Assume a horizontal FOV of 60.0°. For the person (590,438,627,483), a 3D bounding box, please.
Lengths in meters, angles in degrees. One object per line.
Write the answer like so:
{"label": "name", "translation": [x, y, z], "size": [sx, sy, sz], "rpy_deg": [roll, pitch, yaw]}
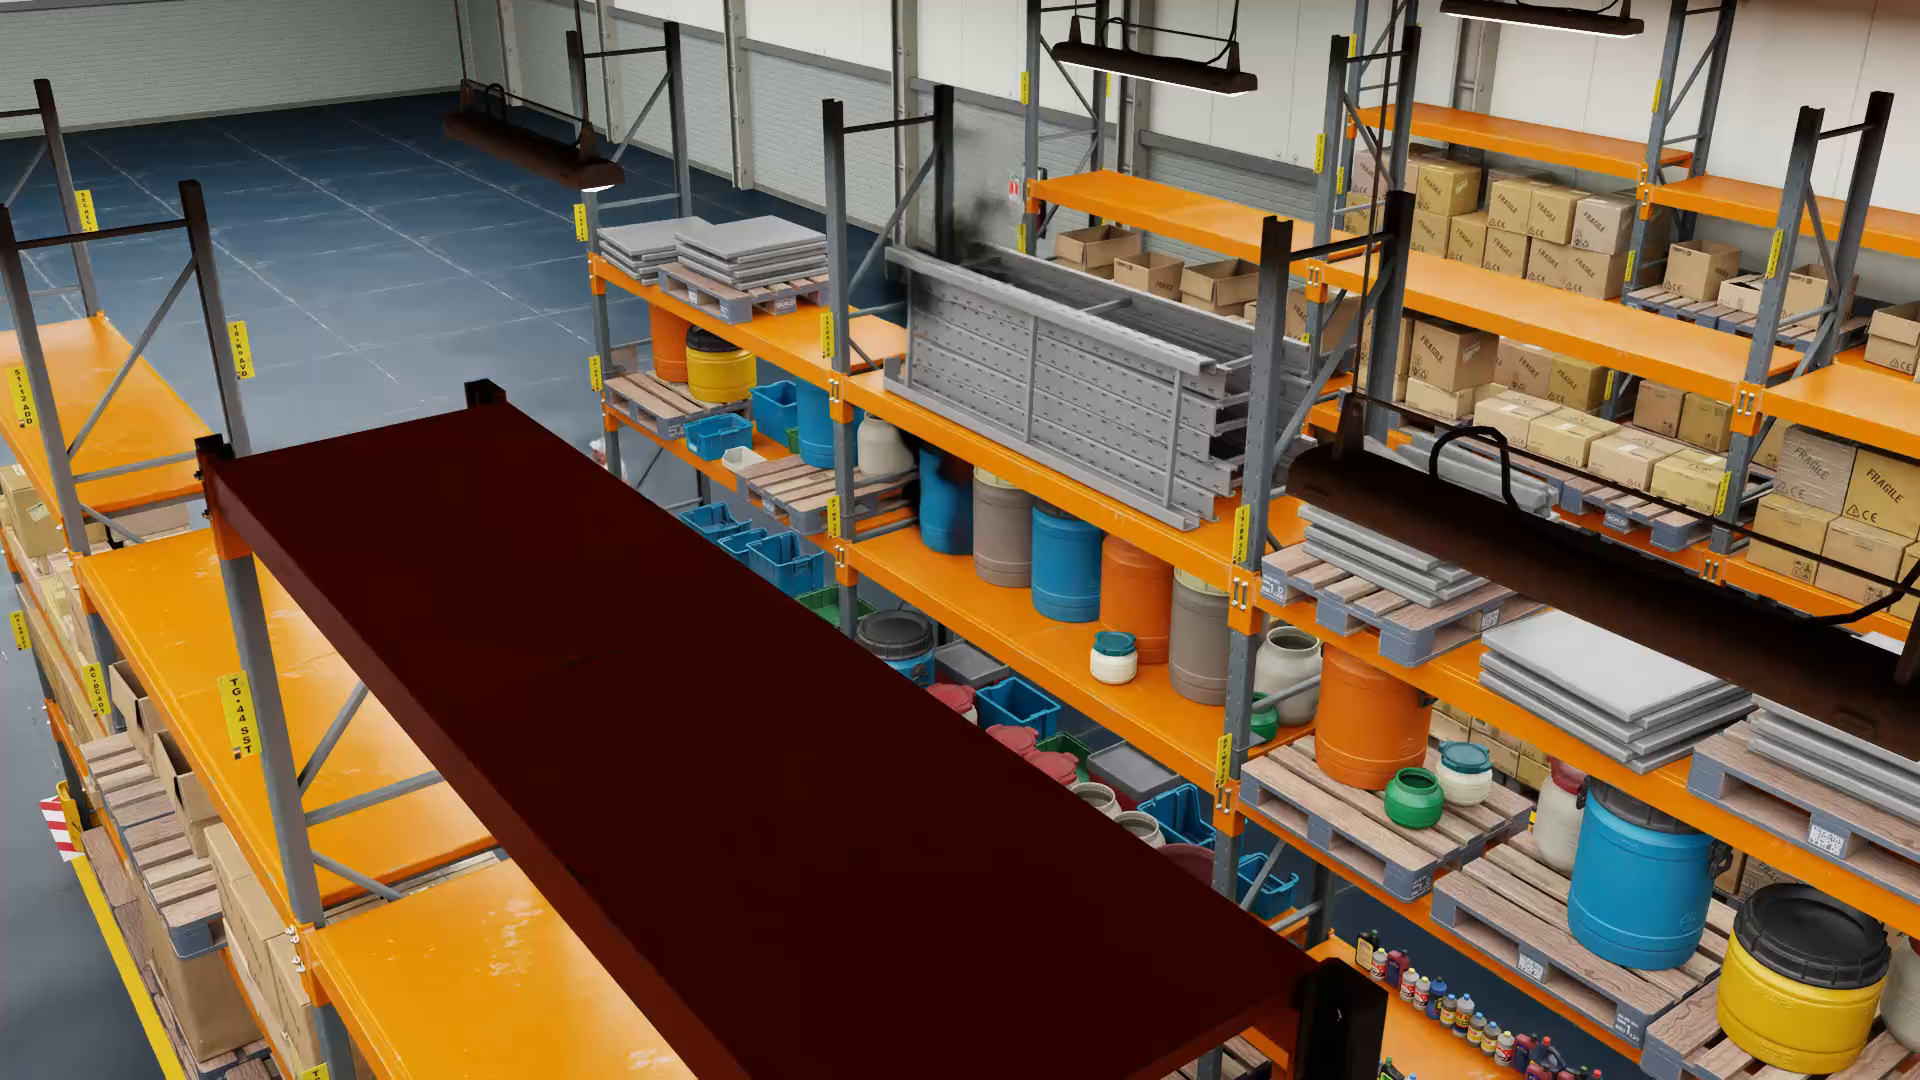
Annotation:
{"label": "person", "translation": [-3.625, -0.263, 17.507], "size": [0.620, 1.747, 0.693], "rpy_deg": [2, 25, 4]}
